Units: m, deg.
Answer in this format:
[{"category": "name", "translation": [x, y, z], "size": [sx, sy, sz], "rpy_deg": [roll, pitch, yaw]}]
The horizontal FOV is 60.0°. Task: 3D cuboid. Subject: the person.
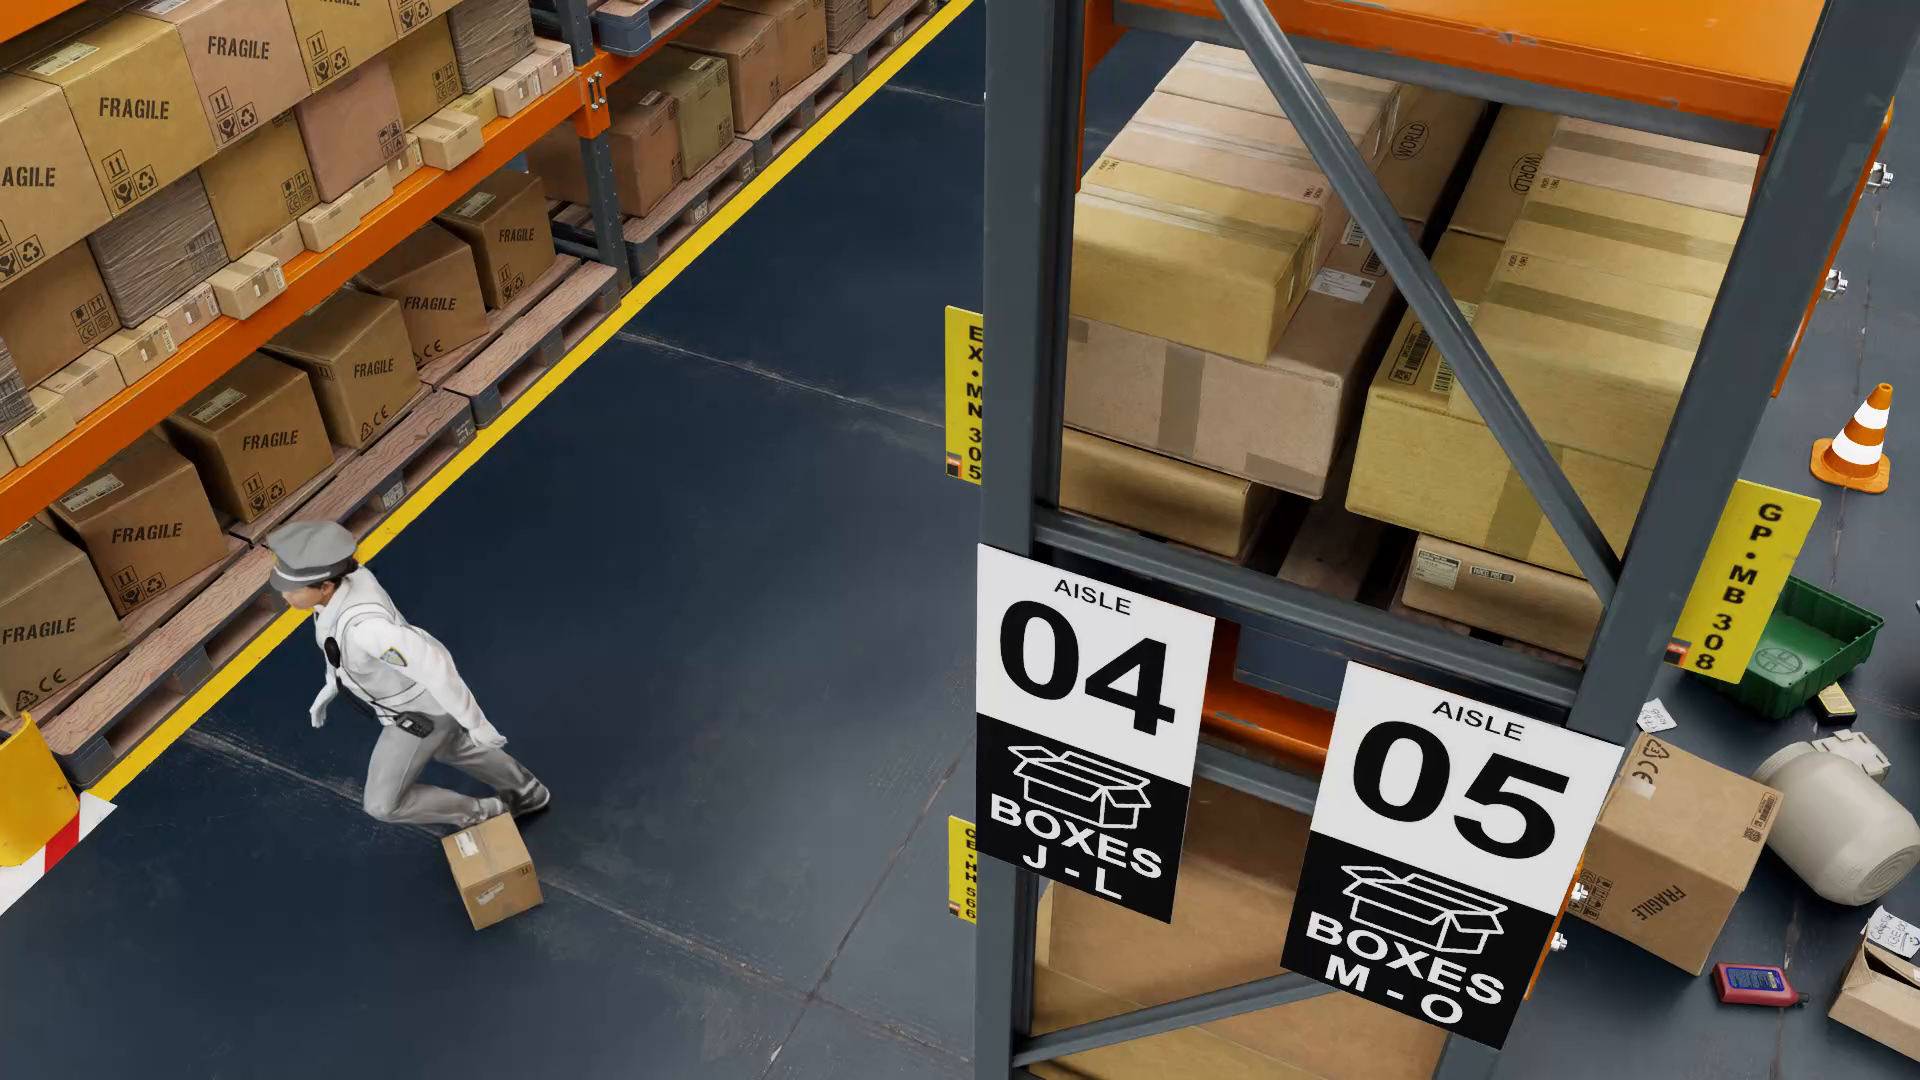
[{"category": "person", "translation": [-1.830, 0.542, 5.607], "size": [0.690, 1.606, 0.627], "rpy_deg": [-17, 45, -18]}]
